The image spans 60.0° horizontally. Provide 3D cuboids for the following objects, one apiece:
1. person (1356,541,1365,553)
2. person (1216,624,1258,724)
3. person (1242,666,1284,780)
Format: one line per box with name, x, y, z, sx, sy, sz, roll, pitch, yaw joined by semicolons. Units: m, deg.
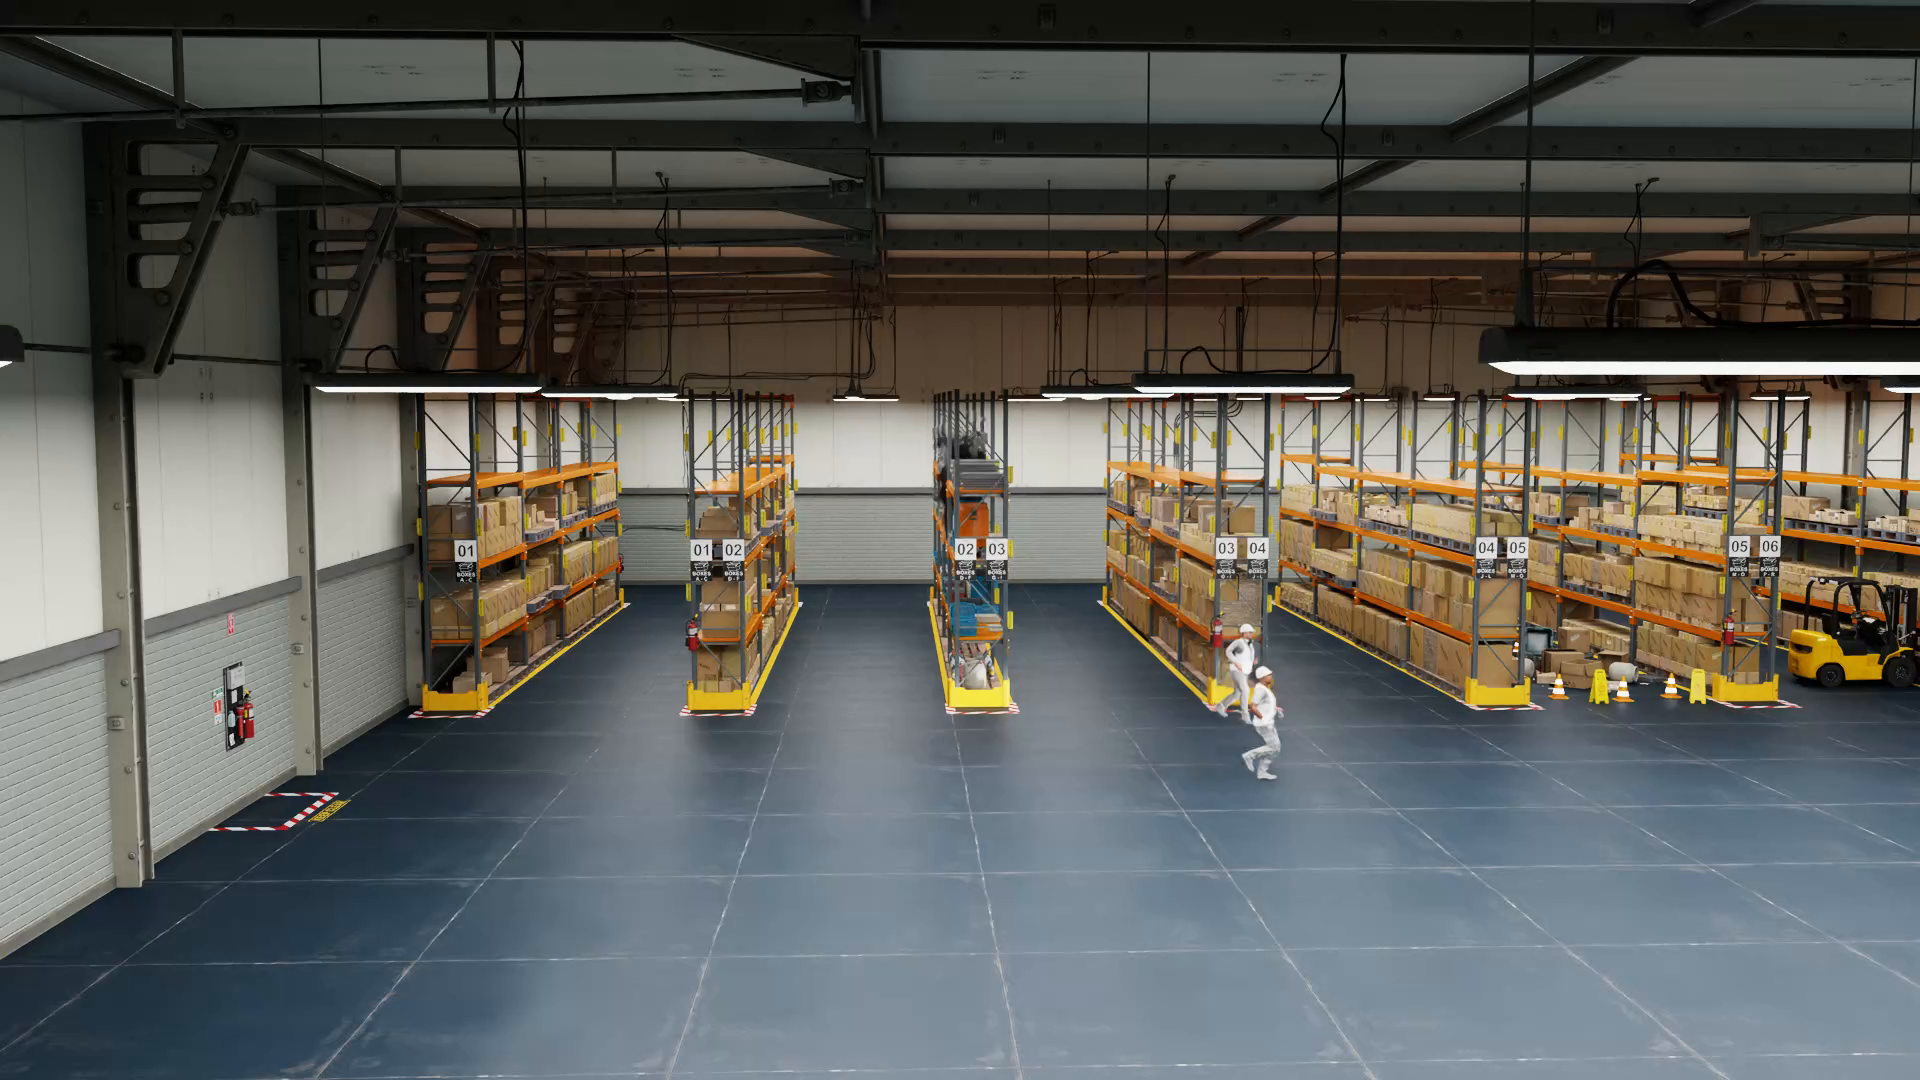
person;11.797;0.842;49.265;0.967;1.662;0.570;0;5;-3
person;5.112;2.405;30.243;0.861;1.756;0.728;3;6;36
person;4.624;2.791;25.370;0.604;1.734;0.686;1;5;14
